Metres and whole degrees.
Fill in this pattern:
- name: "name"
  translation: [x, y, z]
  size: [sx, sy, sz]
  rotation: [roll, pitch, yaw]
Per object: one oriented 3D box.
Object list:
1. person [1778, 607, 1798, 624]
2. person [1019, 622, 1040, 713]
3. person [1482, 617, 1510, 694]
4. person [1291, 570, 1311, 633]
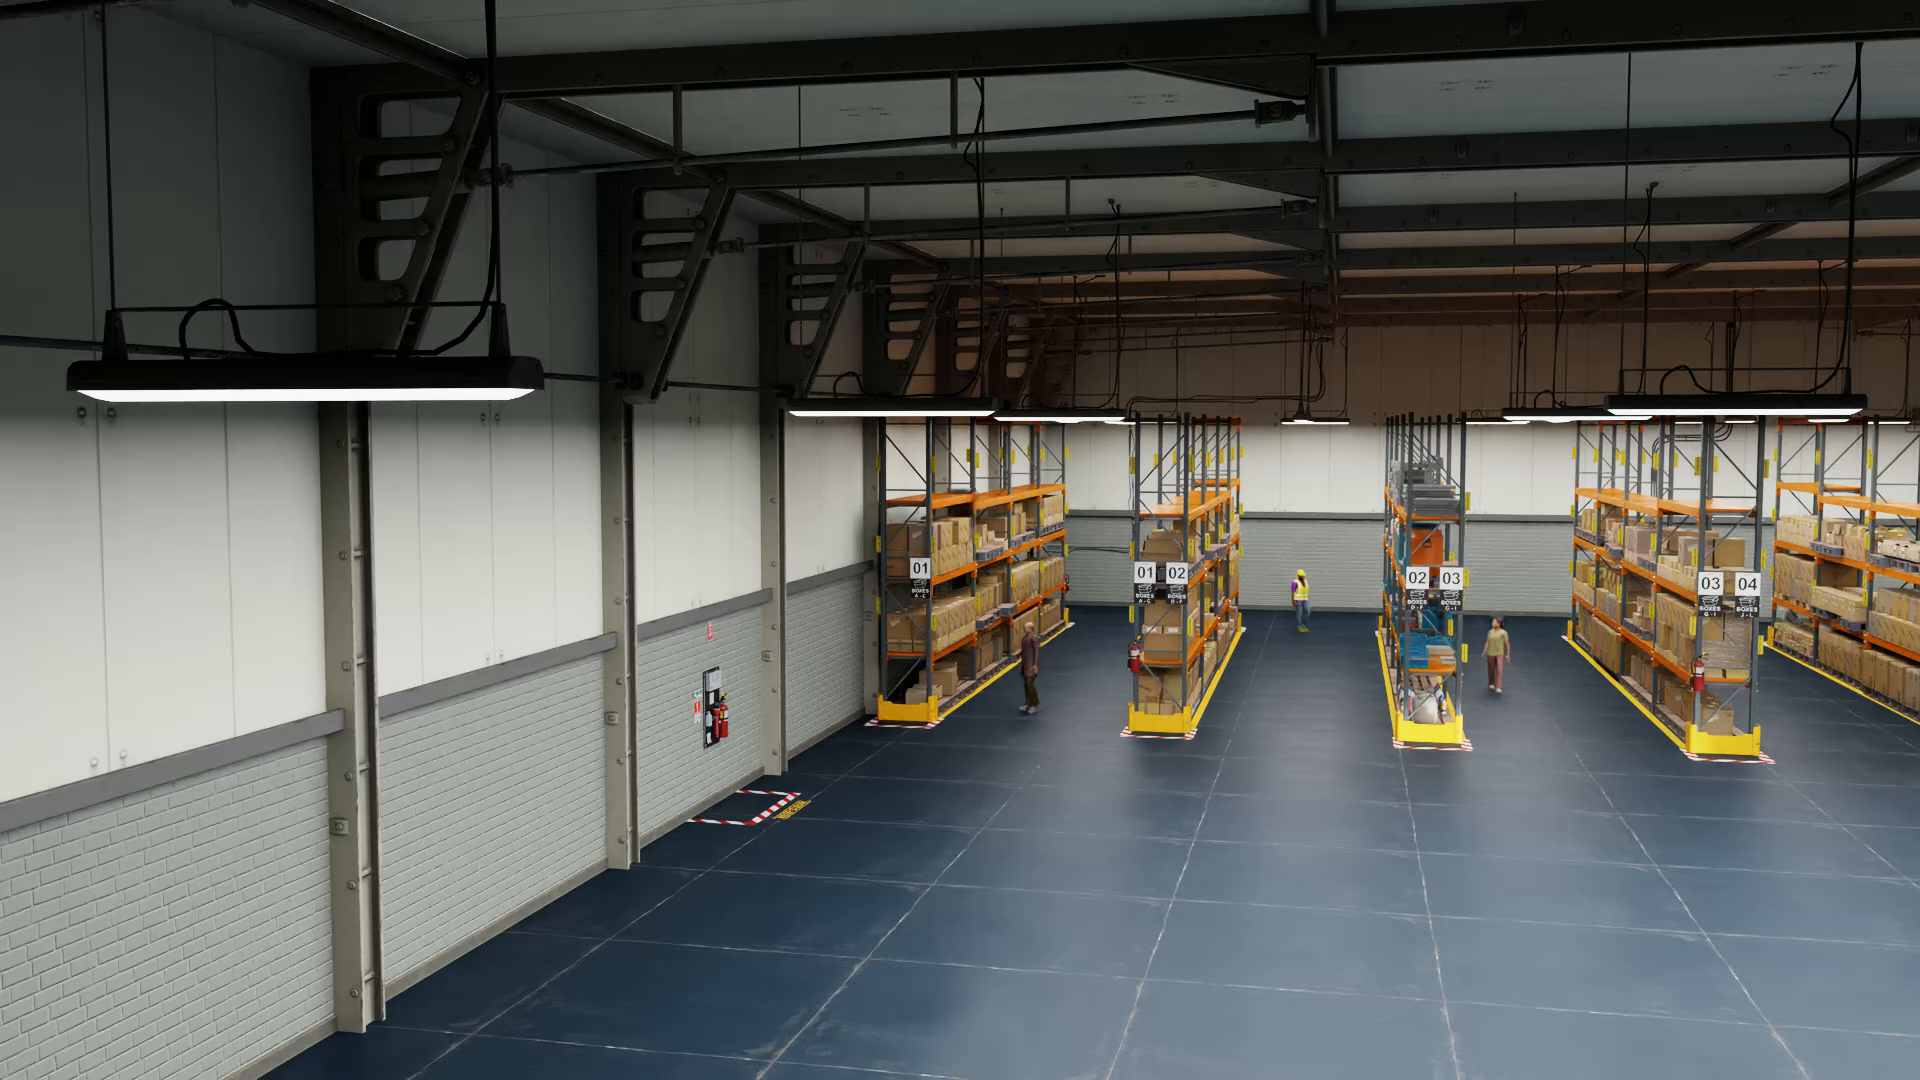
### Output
- name: "person"
  translation: [22.277, 1.862, 44.712]
  size: [0.955, 1.626, 0.617]
  rotation: [2, 4, 30]
- name: "person"
  translation: [1.374, 2.566, 33.611]
  size: [0.420, 1.818, 0.639]
  rotation: [-1, 4, -19]
- name: "person"
  translation: [11.574, 2.475, 35.905]
  size: [0.573, 1.625, 1.001]
  rotation: [1, 4, 16]
- name: "person"
  translation: [9.529, 1.711, 46.449]
  size: [0.612, 1.774, 0.421]
  rotation: [-2, 4, -25]
